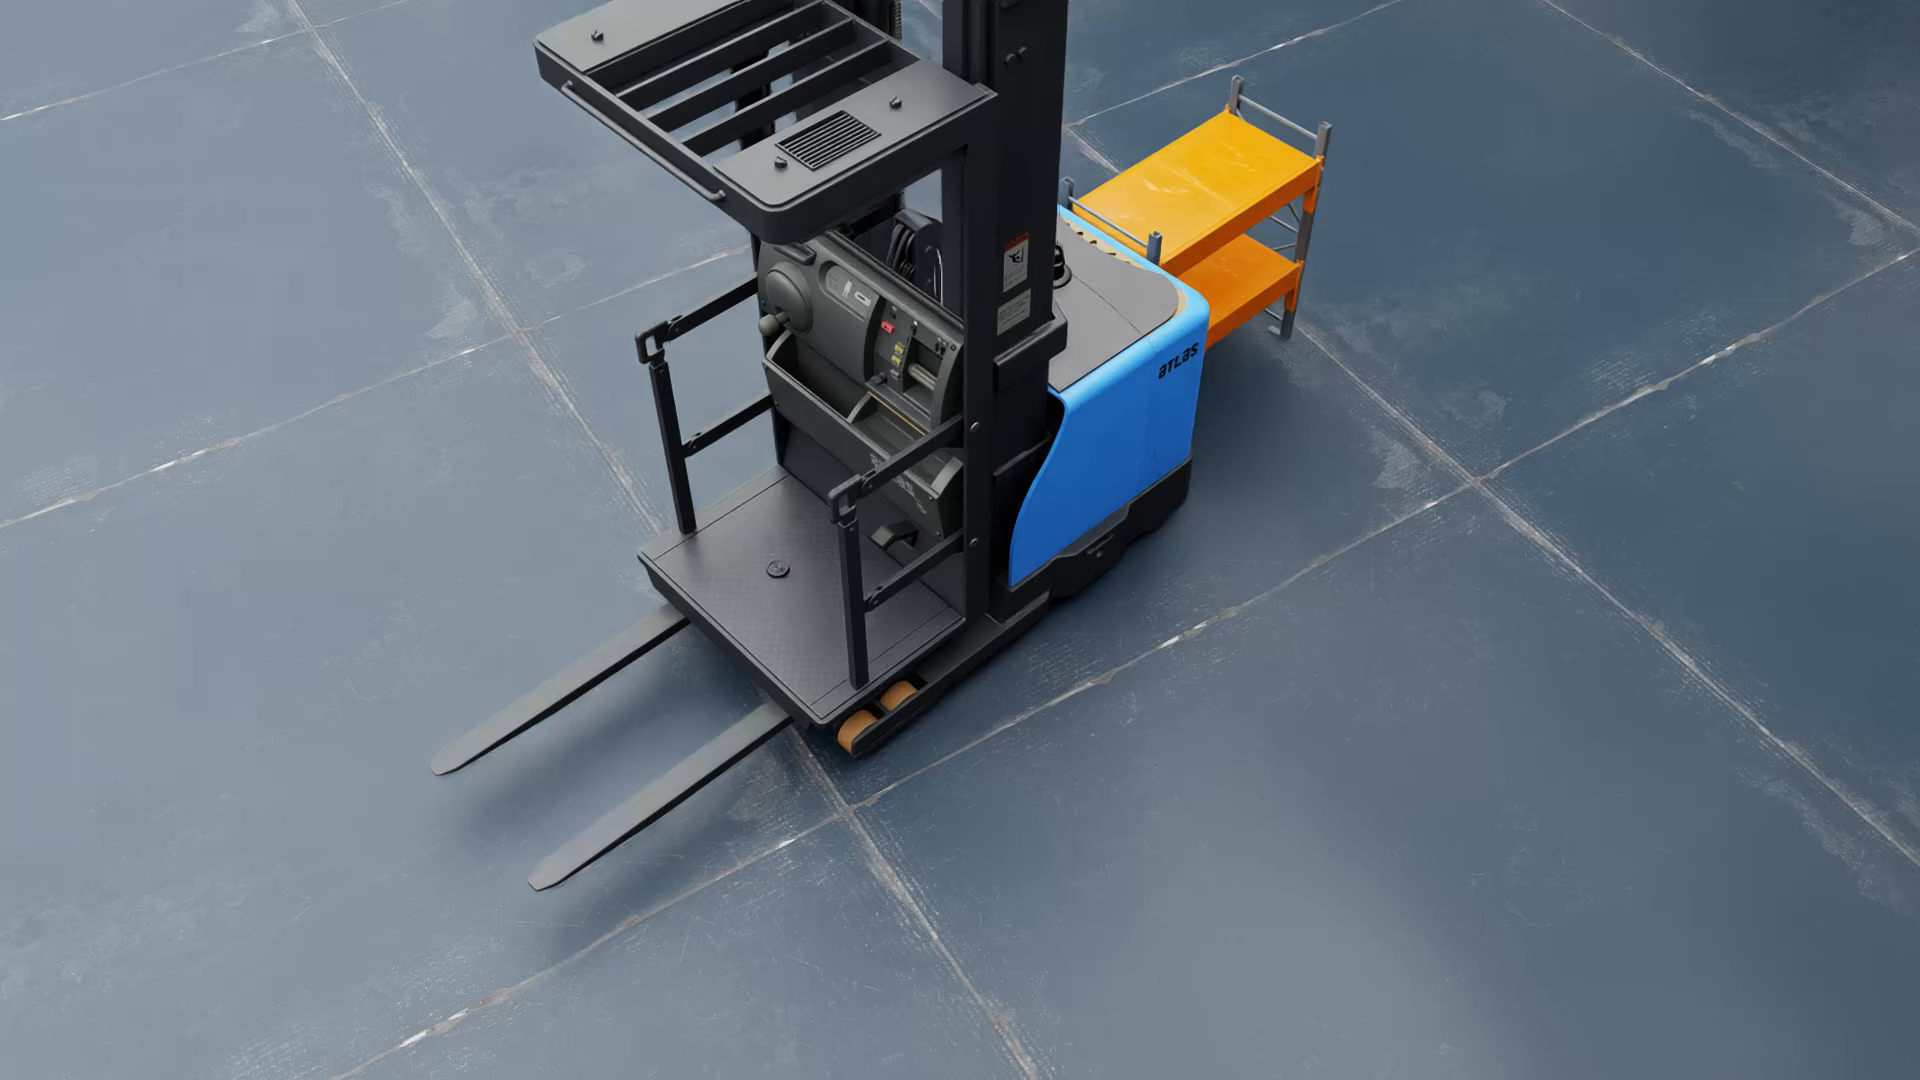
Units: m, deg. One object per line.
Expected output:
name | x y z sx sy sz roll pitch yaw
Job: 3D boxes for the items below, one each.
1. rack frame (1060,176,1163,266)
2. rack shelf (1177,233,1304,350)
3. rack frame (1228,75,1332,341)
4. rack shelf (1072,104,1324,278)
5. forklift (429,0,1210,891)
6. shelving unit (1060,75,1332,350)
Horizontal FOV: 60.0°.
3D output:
rack frame | 0.574 -0.892 6.737 0.032 1.125 0.500 -35 57 -27
rack shelf | 0.942 -0.991 7.152 1.000 0.278 0.538 -35 57 -27
rack frame | 1.311 -1.415 7.202 0.032 1.125 0.500 -35 57 -27
rack shelf | 0.942 -1.348 6.751 1.000 0.278 0.538 -35 57 -27
forklift | -0.492 -0.642 5.304 3.031 2.935 1.130 -35 57 -27
shelving unit | 0.942 -1.154 6.969 1.048 1.125 0.538 -35 57 -27
